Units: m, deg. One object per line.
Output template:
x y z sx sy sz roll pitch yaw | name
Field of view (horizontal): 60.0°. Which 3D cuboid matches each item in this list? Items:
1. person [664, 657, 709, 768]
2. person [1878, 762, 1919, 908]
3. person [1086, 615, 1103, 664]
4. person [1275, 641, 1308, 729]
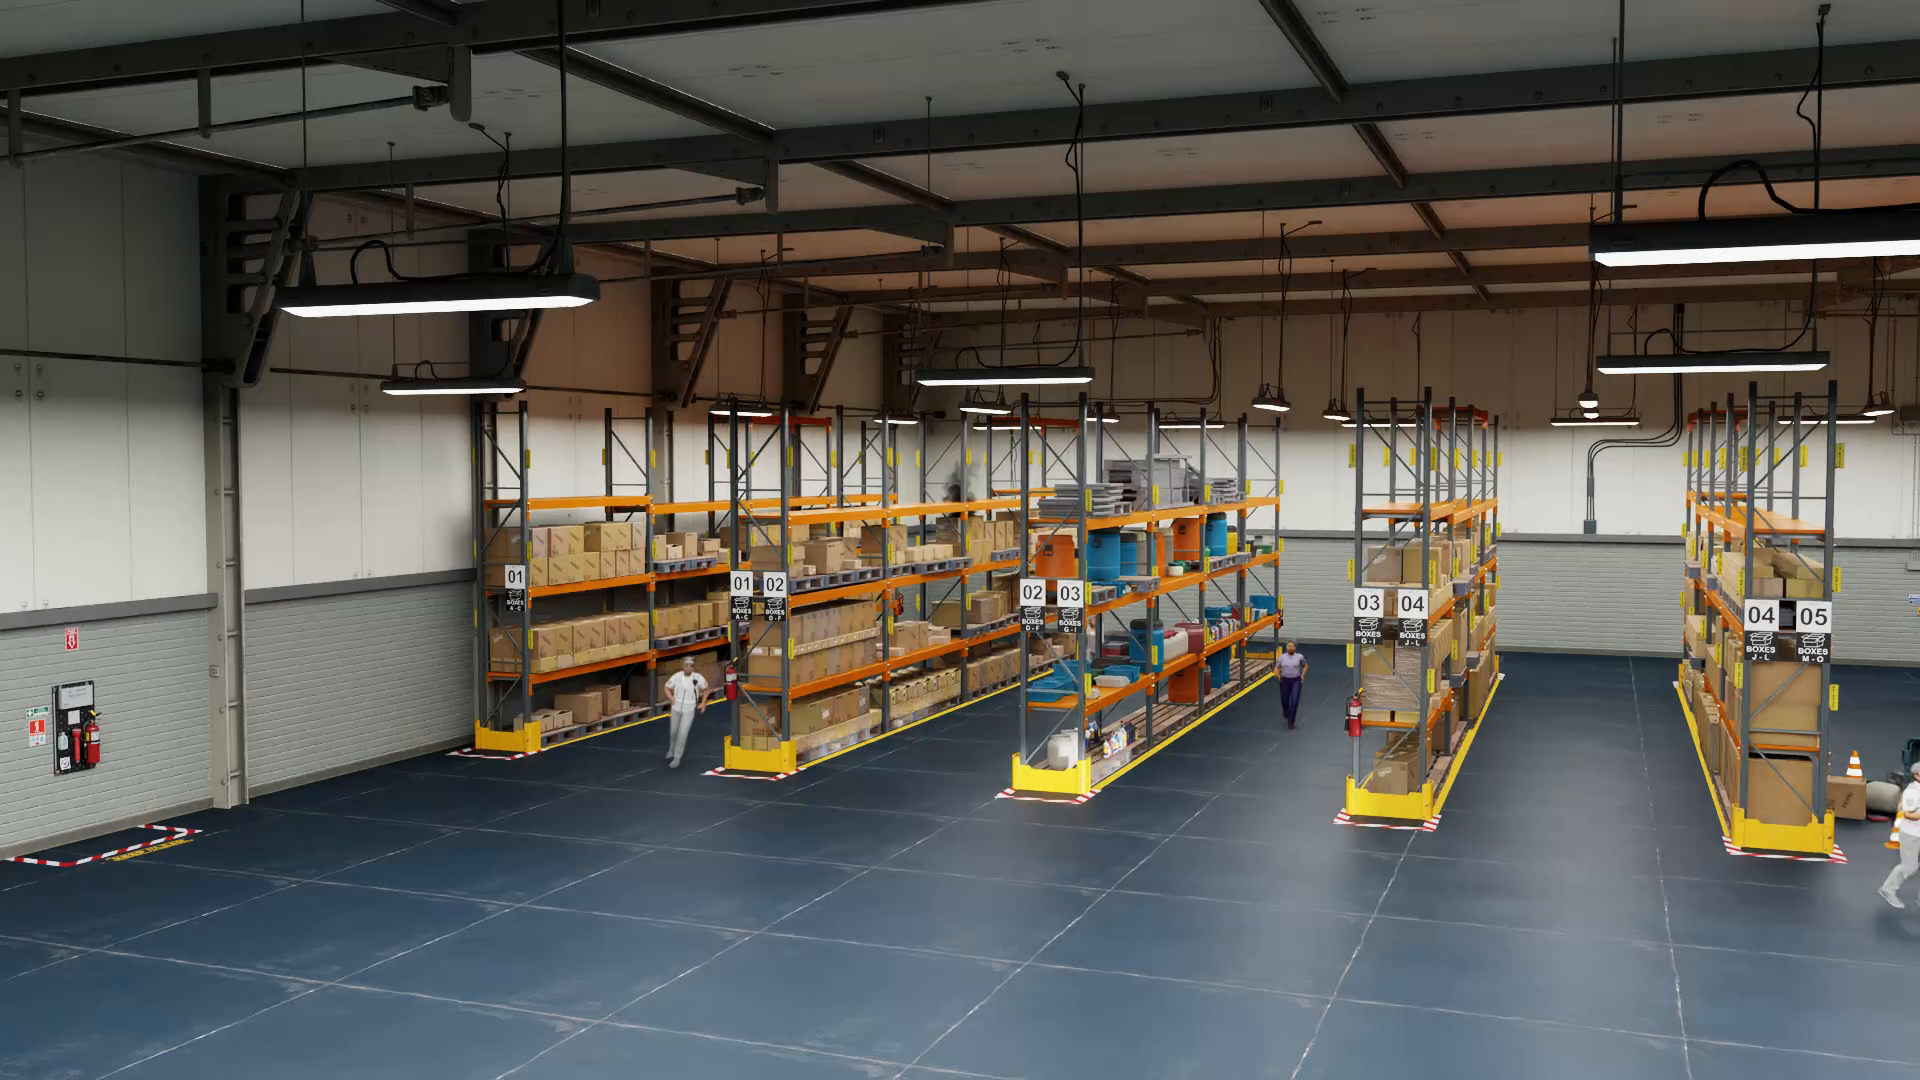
-4.528 2.789 27.311 0.737 1.766 0.965 0 3 2 | person
10.505 3.273 18.206 0.594 1.708 0.819 -1 3 -25 | person
2.862 2.445 36.122 0.503 1.617 0.682 0 3 4 | person
6.196 2.698 31.119 0.616 1.631 0.708 1 3 13 | person
